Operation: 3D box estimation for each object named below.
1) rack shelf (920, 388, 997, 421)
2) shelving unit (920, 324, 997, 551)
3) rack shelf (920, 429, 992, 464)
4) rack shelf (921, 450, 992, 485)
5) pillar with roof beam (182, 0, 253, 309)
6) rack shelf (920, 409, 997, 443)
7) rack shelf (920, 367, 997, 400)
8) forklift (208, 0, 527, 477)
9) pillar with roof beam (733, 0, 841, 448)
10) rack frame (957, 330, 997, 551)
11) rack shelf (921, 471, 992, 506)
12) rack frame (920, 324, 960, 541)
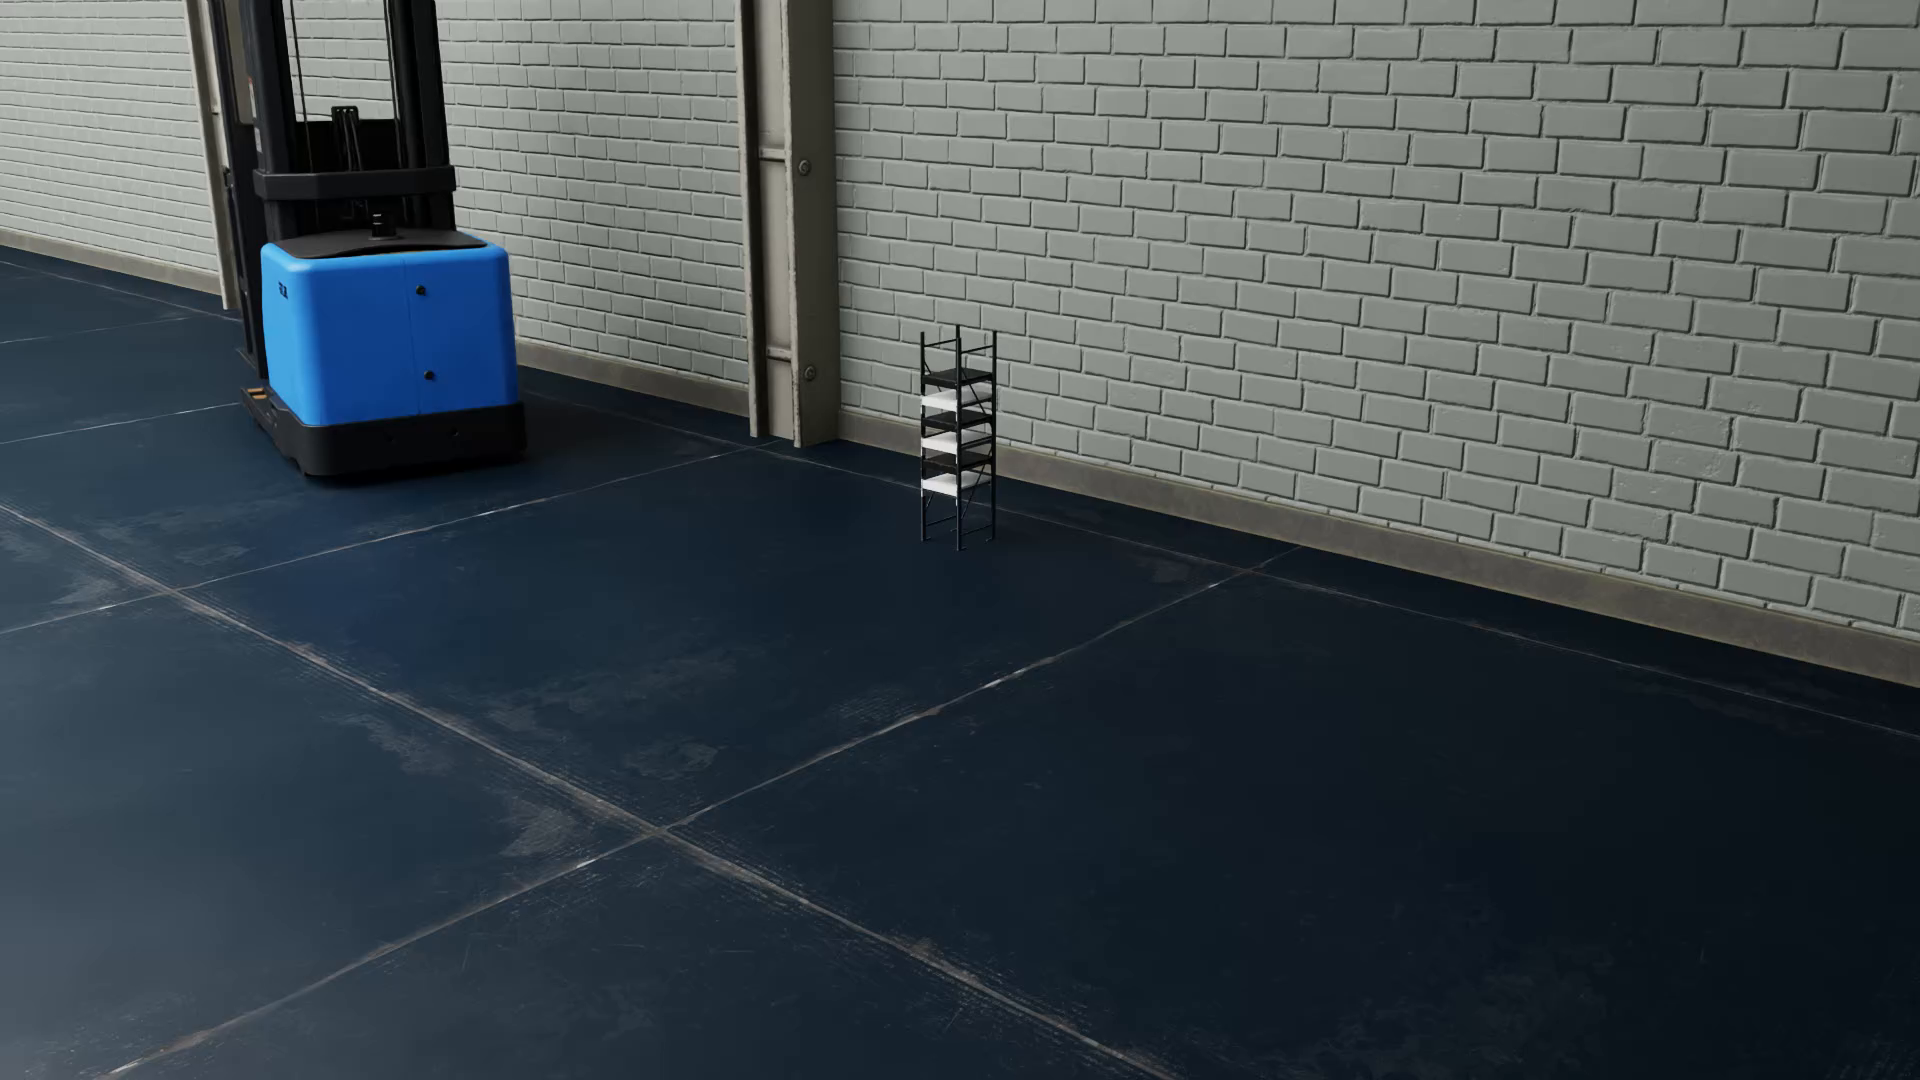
[{"bbox_3d":[-0.006,-0.570,6.936,0.200,0.077,0.258,15,23,39],"label":"rack shelf"},{"bbox_3d":[-0.006,-0.431,6.981,0.210,0.900,0.258,15,23,39],"label":"shelving unit"},{"bbox_3d":[-0.006,-0.399,6.991,0.200,0.077,0.258,15,23,39],"label":"rack shelf"},{"bbox_3d":[-0.006,-0.313,7.018,0.200,0.077,0.258,15,23,39],"label":"rack shelf"},{"bbox_3d":[-8.217,-5.071,8.215,0.400,9.000,9.100,15,23,39],"label":"pillar with roof beam"},{"bbox_3d":[-0.006,-0.485,6.964,0.200,0.077,0.258,15,23,39],"label":"rack shelf"},{"bbox_3d":[-0.006,-0.656,6.909,0.200,0.077,0.258,15,23,39],"label":"rack shelf"},{"bbox_3d":[-3.350,-2.092,8.859,1.130,2.935,3.031,-10,20,-29],"label":"forklift"},{"bbox_3d":[-3.729,-3.867,4.419,0.400,9.000,9.100,15,23,39],"label":"pillar with roof beam"},{"bbox_3d":[0.070,-0.410,6.916,0.006,0.900,0.240,15,23,39],"label":"rack frame"},{"bbox_3d":[-0.006,-0.227,7.045,0.200,0.077,0.258,15,23,39],"label":"rack shelf"},{"bbox_3d":[-0.082,-0.451,7.045,0.006,0.900,0.240,15,23,39],"label":"rack frame"}]
